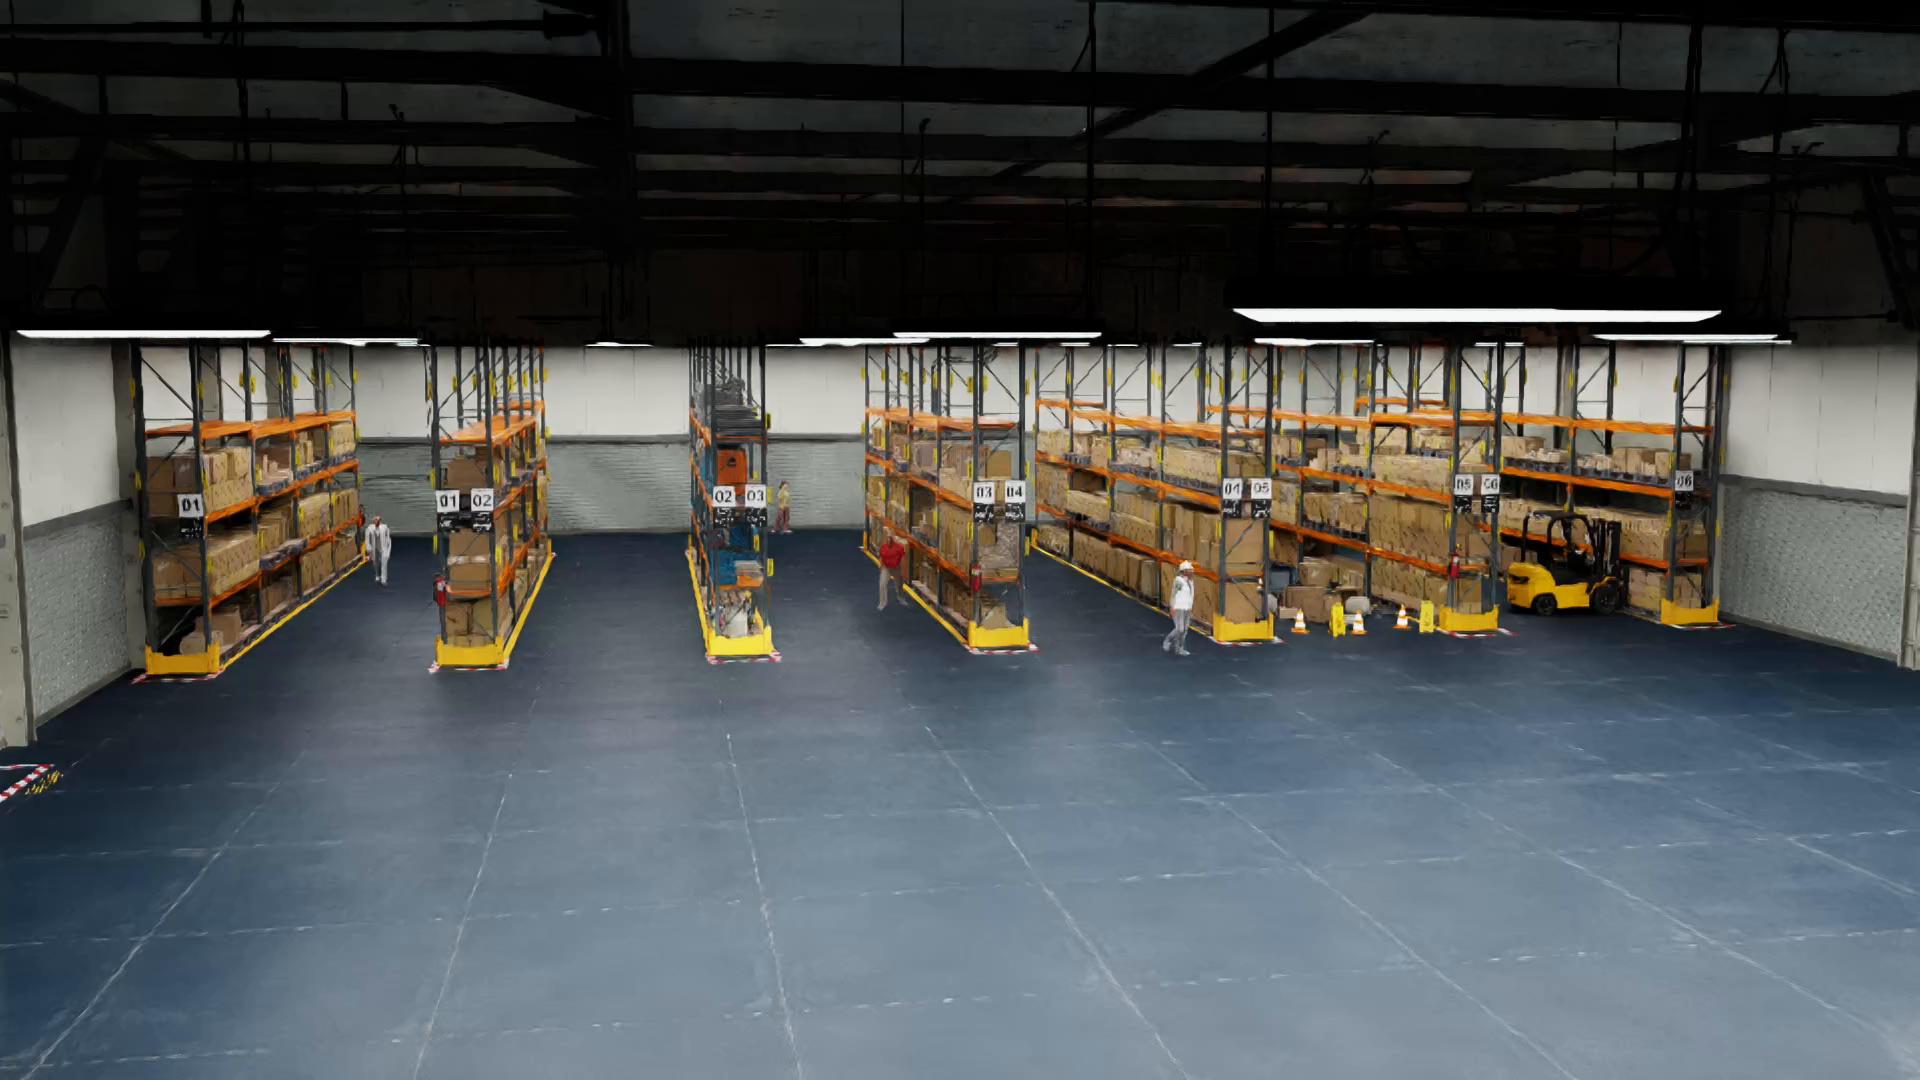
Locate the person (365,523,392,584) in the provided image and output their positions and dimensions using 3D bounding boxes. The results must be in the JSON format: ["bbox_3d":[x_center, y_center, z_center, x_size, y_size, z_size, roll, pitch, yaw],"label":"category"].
[{"bbox_3d":[-14.205,0.302,40.613,0.601,1.505,1.185,-1,7,-12],"label":"person"}]

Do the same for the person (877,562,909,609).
[{"bbox_3d":[-1.398,0.936,34.936,0.536,1.007,0.972,1,7,11],"label":"person"}]

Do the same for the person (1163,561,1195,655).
[{"bbox_3d":[4.108,1.274,31.261,0.559,1.765,0.515,6,9,42],"label":"person"}]

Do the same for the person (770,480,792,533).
[{"bbox_3d":[-5.618,-1.038,51.857,0.442,1.667,0.645,4,8,34],"label":"person"}]
